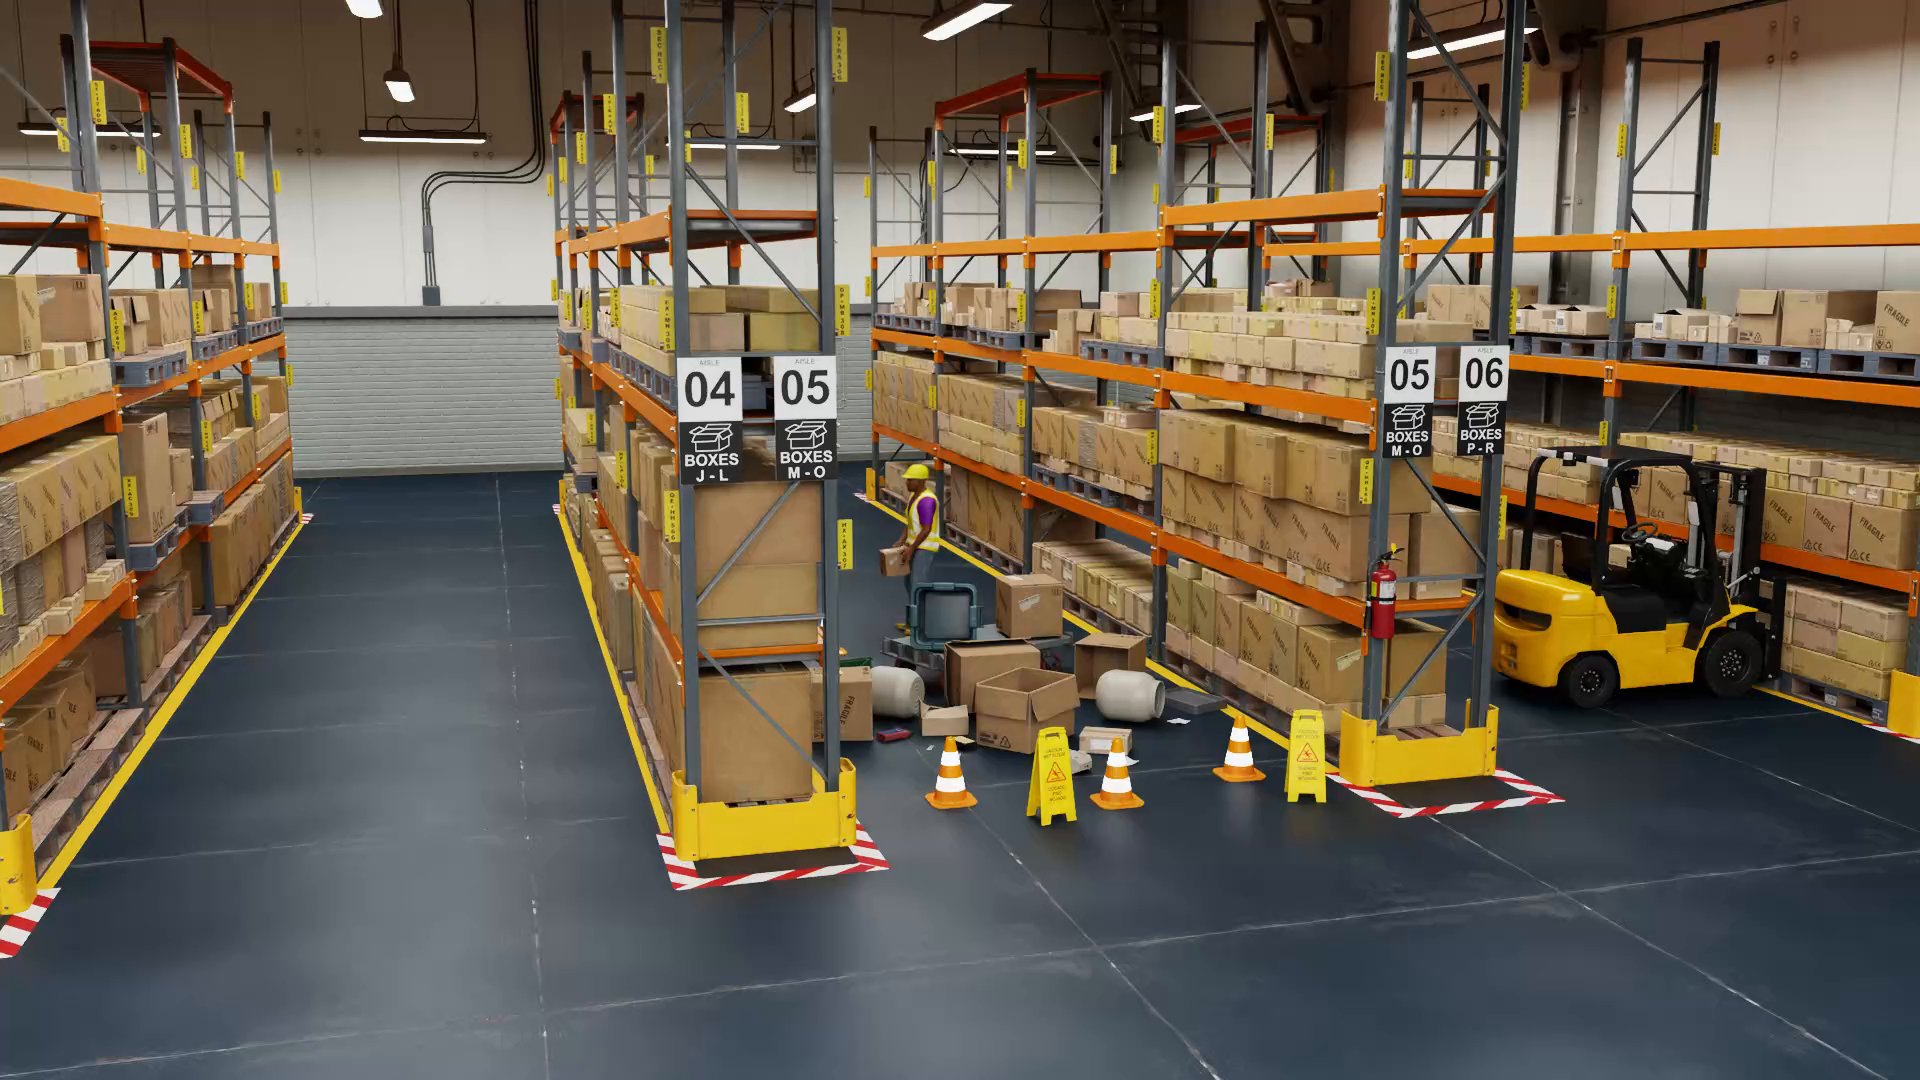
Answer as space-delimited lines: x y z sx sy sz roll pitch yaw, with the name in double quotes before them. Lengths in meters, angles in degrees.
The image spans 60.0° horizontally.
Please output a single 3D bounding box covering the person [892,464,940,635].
"person" -0.448 0.093 17.222 0.458 1.767 0.575 -3 10 -17
